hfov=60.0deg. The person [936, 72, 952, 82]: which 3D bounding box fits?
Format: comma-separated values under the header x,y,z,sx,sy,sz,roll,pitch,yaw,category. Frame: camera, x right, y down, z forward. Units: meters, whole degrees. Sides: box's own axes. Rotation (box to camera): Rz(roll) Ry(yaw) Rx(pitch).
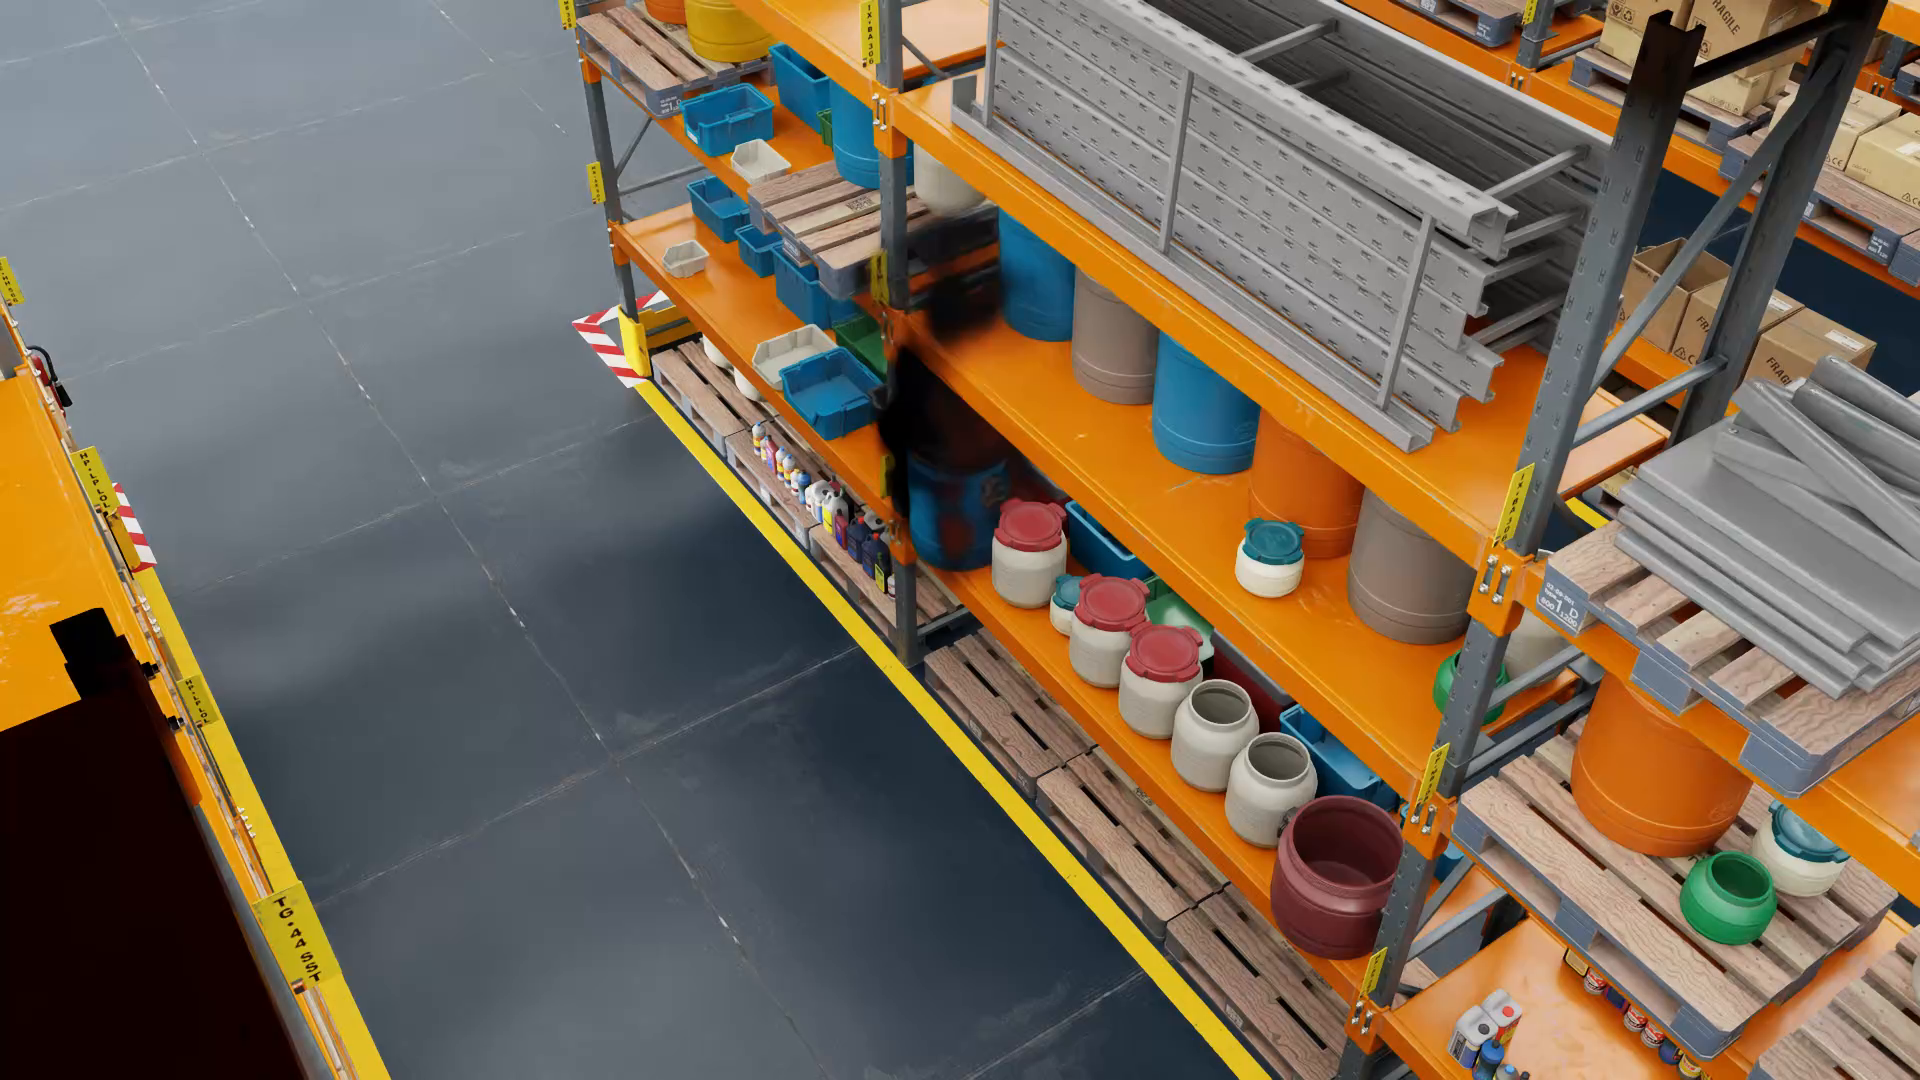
x,y,z,sx,sy,sz,roll,pitch,yaw,category
-0.358,-4.797,15.737,0.746,1.754,0.553,-9,43,-9,person
